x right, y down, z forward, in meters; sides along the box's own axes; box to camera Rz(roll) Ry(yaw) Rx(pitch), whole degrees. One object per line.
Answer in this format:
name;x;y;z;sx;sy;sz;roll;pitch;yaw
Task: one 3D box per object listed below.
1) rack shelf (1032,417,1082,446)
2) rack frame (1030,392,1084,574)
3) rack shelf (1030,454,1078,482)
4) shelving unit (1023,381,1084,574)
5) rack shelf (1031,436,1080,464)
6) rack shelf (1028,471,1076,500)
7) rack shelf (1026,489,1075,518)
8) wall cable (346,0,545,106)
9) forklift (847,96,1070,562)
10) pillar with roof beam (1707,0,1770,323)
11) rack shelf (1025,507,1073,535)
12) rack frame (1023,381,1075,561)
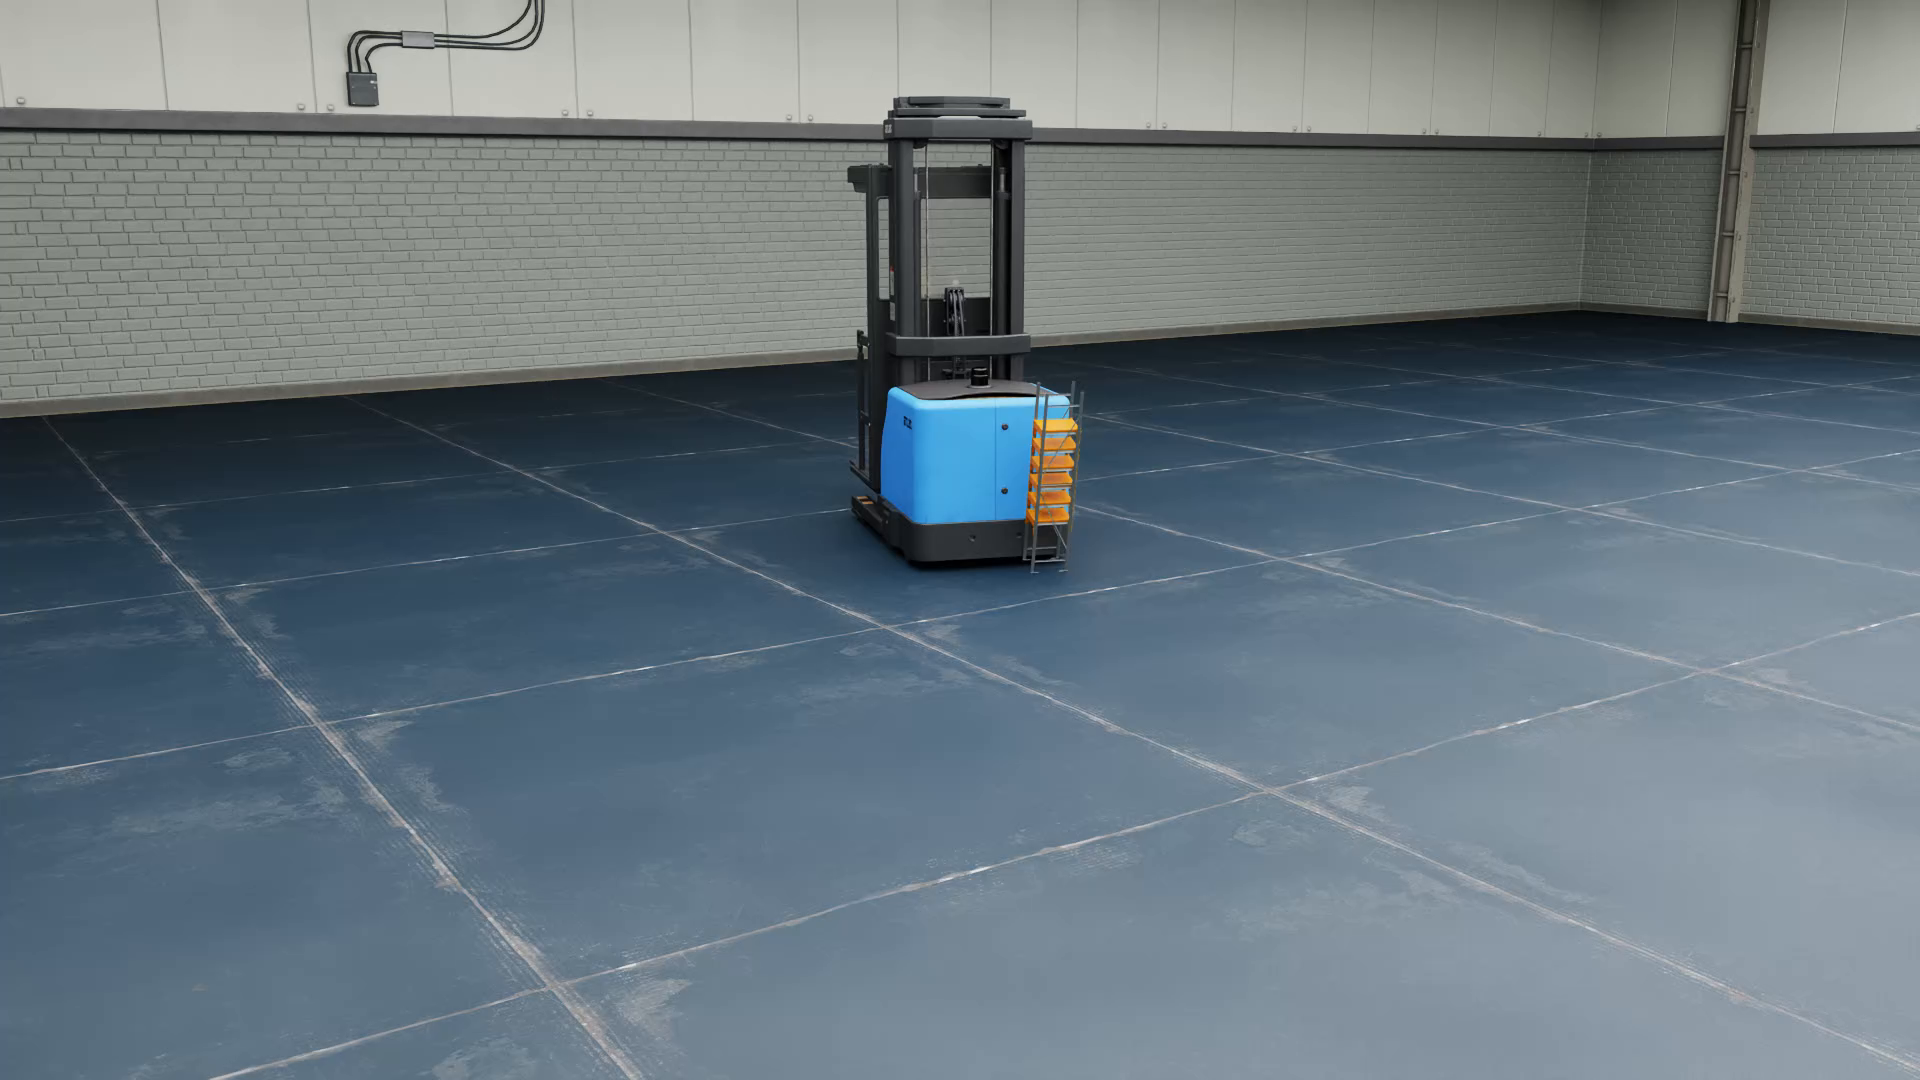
rack shelf;0.587;-0.660;10.108;0.258;0.103;0.180;-3;26;-13
rack frame;0.591;-0.337;10.165;0.240;1.200;0.006;-3;26;-13
rack shelf;0.574;-0.444;10.212;0.258;0.103;0.180;-3;26;-13
shelving unit;0.570;-0.376;10.244;0.258;1.200;0.189;-3;26;-13
rack shelf;0.581;-0.552;10.160;0.258;0.103;0.180;-3;26;-13
rack shelf;0.567;-0.336;10.263;0.258;0.103;0.180;-3;26;-13
rack shelf;0.560;-0.228;10.315;0.258;0.103;0.180;-3;26;-13
wall cable;-5.777;-7.875;18.349;2.305;6.003;0.169;-8;15;-33
forklift;-0.160;-1.562;11.643;1.130;2.935;3.031;-3;13;-14
pillar with roof beam;9.482;-7.631;25.194;9.100;9.000;0.400;-8;15;-33
rack shelf;0.554;-0.120;10.367;0.258;0.103;0.180;-3;26;-13
rack frame;0.548;-0.416;10.324;0.240;1.200;0.006;-3;26;-13
